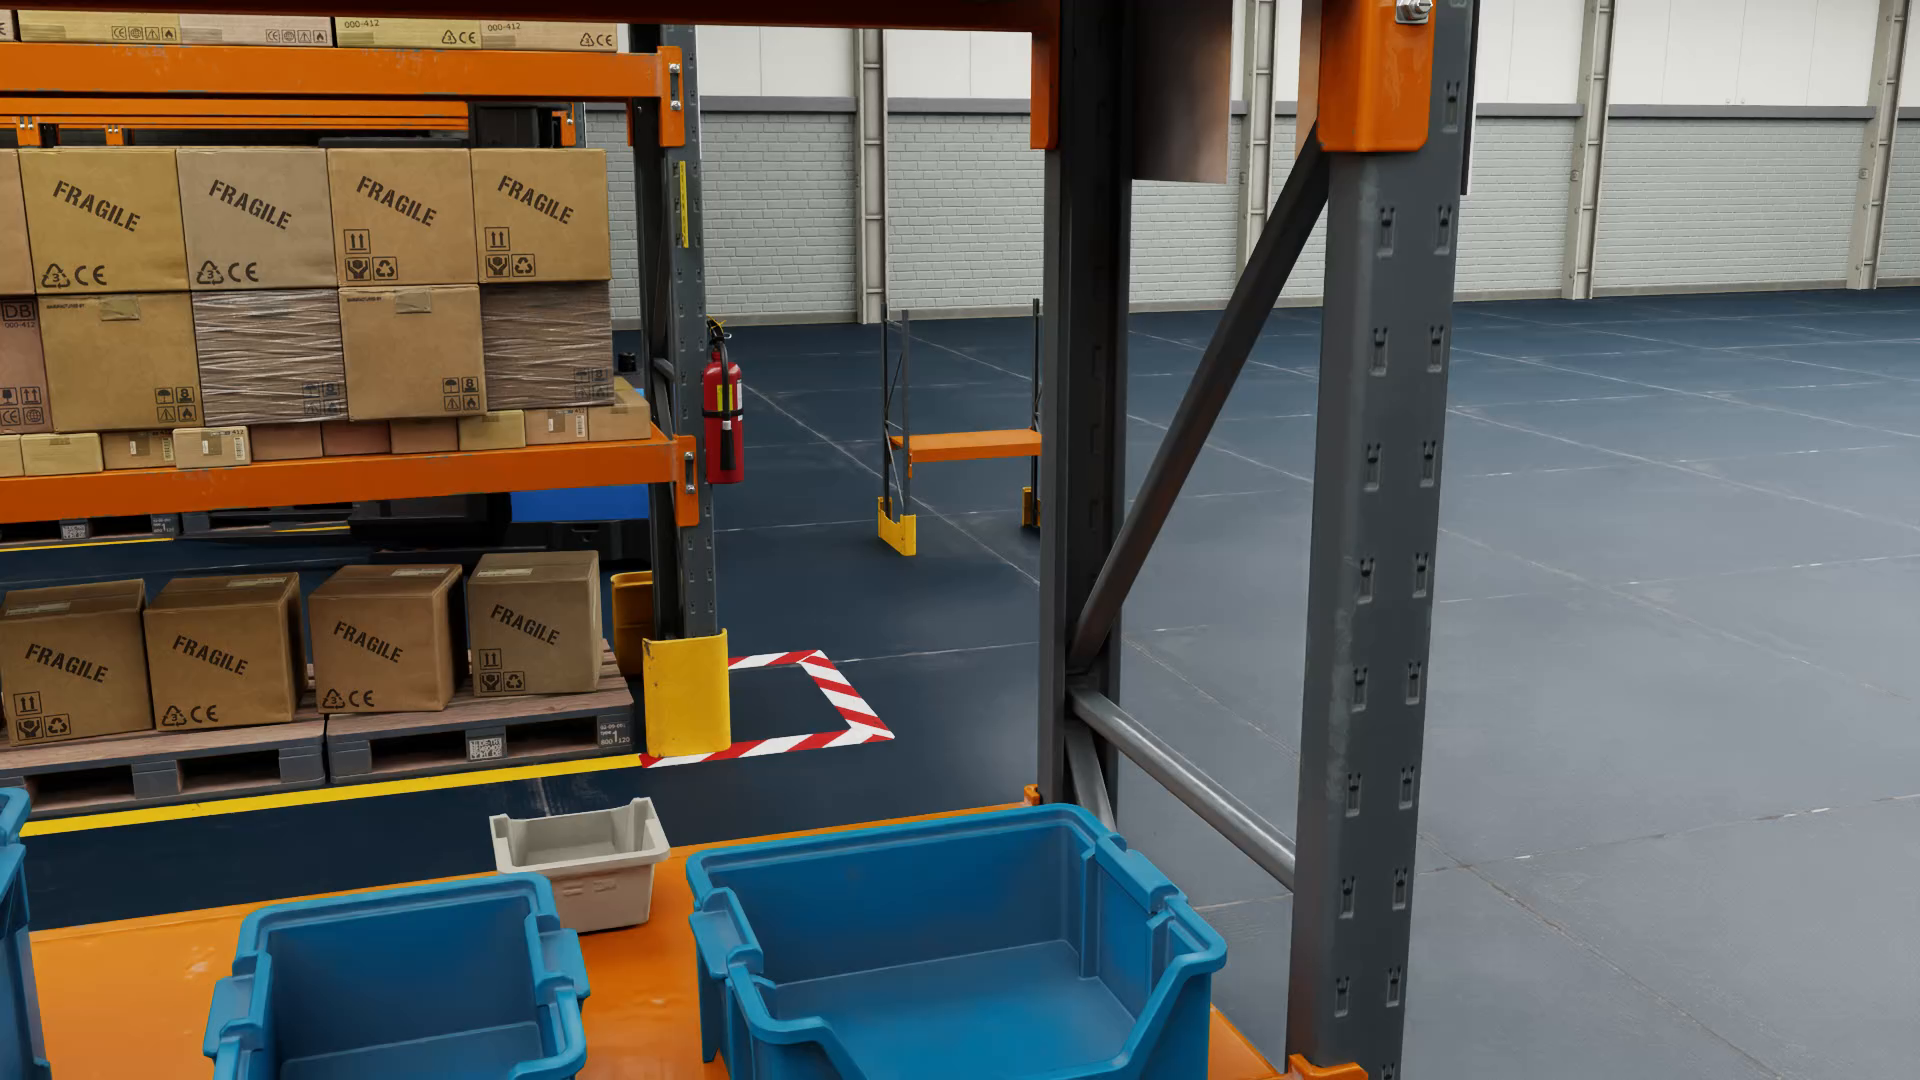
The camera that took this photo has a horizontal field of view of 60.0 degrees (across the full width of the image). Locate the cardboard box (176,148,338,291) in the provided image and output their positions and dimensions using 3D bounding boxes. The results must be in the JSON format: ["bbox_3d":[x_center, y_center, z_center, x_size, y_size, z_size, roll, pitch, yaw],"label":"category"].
[{"bbox_3d":[-2.613,-1.212,6.237,0.500,0.500,0.500,-4,14,-18],"label":"cardboard box"}]

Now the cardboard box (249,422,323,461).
[{"bbox_3d":[-2.608,-0.417,6.458,0.250,0.149,0.380,-4,14,-18],"label":"cardboard box"}]

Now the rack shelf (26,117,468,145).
[{"bbox_3d":[-6.280,-3.837,15.363,4.000,0.370,1.077,-4,14,-18],"label":"rack shelf"}]

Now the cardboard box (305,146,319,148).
[{"bbox_3d":[-5.732,-3.373,15.323,0.500,0.500,0.700,-5,14,-19],"label":"cardboard box"}]

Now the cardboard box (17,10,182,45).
[{"bbox_3d":[-3.036,-1.885,5.927,0.500,0.250,0.500,-5,14,-19],"label":"cardboard box"}]

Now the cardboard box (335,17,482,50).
[{"bbox_3d":[-2.072,-1.959,6.239,0.500,0.250,0.500,-4,14,-18],"label":"cardboard box"}]

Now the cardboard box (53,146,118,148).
[{"bbox_3d":[-7.690,-3.245,14.782,0.500,0.500,0.700,-5,14,-19],"label":"cardboard box"}]

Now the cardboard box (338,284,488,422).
[{"bbox_3d":[-2.190,-0.797,6.653,0.500,0.500,0.875,-4,14,-18],"label":"cardboard box"}]

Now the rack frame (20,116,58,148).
[{"bbox_3d":[-8.176,-2.580,15.007,0.127,3.000,1.000,-4,14,-18],"label":"rack frame"}]

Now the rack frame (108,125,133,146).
[{"bbox_3d":[-9.763,-3.668,19.582,0.127,3.000,1.000,-4,14,-18],"label":"rack frame"}]

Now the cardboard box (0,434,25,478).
[{"bbox_3d":[-3.539,-0.332,6.098,0.250,0.149,0.380,-4,14,-18],"label":"cardboard box"}]

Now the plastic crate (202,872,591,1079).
[{"bbox_3d":[-0.641,0.606,1.933,0.408,0.251,0.499,-4,14,-18],"label":"plastic crate"}]

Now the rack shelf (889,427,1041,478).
[{"bbox_3d":[0.081,-0.561,10.537,1.000,0.185,0.538,-4,14,-18],"label":"rack shelf"}]

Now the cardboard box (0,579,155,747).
[{"bbox_3d":[-3.520,0.478,6.647,0.500,0.500,0.500,-6,15,-23],"label":"cardboard box"}]

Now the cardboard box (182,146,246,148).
[{"bbox_3d":[-6.714,-3.309,15.051,0.500,0.500,0.700,-5,14,-19],"label":"cardboard box"}]

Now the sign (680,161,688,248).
[{"bbox_3d":[-1.066,-1.295,6.422,0.005,0.325,0.100,-4,14,-18],"label":"sign"}]

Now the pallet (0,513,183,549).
[{"bbox_3d":[-5.756,-0.184,10.960,1.213,0.211,1.003,-4,14,-18],"label":"pallet"}]

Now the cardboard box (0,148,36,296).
[{"bbox_3d":[-3.560,-1.138,5.924,0.500,0.500,0.500,-4,14,-18],"label":"cardboard box"}]

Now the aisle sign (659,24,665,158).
[{"bbox_3d":[-1.261,-2.037,7.105,0.004,0.787,0.394,-4,14,-18],"label":"aisle sign"}]

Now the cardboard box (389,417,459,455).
[{"bbox_3d":[-2.128,-0.450,6.595,0.250,0.149,0.380,-4,14,-18],"label":"cardboard box"}]

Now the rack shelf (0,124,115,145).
[{"bbox_3d":[-11.658,-4.630,18.698,4.000,0.370,1.077,-4,14,-18],"label":"rack shelf"}]

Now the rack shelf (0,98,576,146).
[{"bbox_3d":[-4.606,-2.759,10.831,4.000,0.370,1.077,-4,14,-18],"label":"rack shelf"}]

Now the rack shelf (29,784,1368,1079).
[{"bbox_3d":[-1.540,0.882,2.006,4.000,0.370,1.077,-4,14,-18],"label":"rack shelf"}]

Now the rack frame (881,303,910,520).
[{"bbox_3d":[-0.401,-0.698,10.338,0.032,1.500,0.500,-4,14,-18],"label":"rack frame"}]

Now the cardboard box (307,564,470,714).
[{"bbox_3d":[-2.377,0.404,6.956,0.500,0.500,0.500,-1,13,-3],"label":"cardboard box"}]

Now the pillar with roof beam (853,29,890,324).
[{"bbox_3d":[0.141,-6.527,18.636,0.400,9.000,9.100,-4,14,-18],"label":"pillar with roof beam"}]

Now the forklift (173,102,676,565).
[{"bbox_3d":[-3.133,-1.334,9.918,3.031,2.935,1.130,-2,13,-7],"label":"forklift"}]

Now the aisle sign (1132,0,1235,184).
[{"bbox_3d":[0.330,-0.950,2.535,0.004,0.787,0.394,-4,14,-18],"label":"aisle sign"}]

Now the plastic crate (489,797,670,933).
[{"bbox_3d":[-0.595,0.508,2.593,0.250,0.136,0.298,-4,14,-18],"label":"plastic crate"}]

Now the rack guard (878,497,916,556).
[{"bbox_3d":[-0.400,-0.090,10.483,0.087,0.250,0.587,-4,14,-18],"label":"rack guard"}]

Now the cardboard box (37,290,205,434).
[{"bbox_3d":[-3.155,-0.735,6.394,0.500,0.500,0.875,-4,14,-18],"label":"cardboard box"}]

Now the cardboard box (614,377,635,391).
[{"bbox_3d":[-1.570,-0.611,7.271,0.250,0.149,0.380,-4,14,-18],"label":"cardboard box"}]

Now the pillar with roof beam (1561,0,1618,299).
[{"bbox_3d":[11.514,-7.413,22.360,0.400,9.000,9.100,-4,14,-18],"label":"pillar with roof beam"}]

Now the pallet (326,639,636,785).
[{"bbox_3d":[-2.077,0.713,7.190,1.213,0.211,1.003,-4,14,-18],"label":"pallet"}]

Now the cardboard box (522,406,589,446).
[{"bbox_3d":[-1.666,-0.495,6.784,0.250,0.149,0.380,-4,14,-18],"label":"cardboard box"}]

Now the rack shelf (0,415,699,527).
[{"bbox_3d":[-3.120,-0.204,6.573,4.000,0.370,1.077,-4,14,-18],"label":"rack shelf"}]

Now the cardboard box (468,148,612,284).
[{"bbox_3d":[-1.667,-1.287,6.550,0.500,0.500,0.500,-4,14,-18],"label":"cardboard box"}]

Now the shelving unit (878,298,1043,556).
[{"bbox_3d":[0.072,-0.735,10.493,1.083,1.500,0.587,-4,14,-18],"label":"shelving unit"}]

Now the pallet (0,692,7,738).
[{"bbox_3d":[-4.390,0.893,6.433,1.213,0.211,1.003,-4,14,-18],"label":"pallet"}]

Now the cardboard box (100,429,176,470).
[{"bbox_3d":[-3.076,-0.376,6.285,0.250,0.149,0.380,-4,14,-18],"label":"cardboard box"}]
